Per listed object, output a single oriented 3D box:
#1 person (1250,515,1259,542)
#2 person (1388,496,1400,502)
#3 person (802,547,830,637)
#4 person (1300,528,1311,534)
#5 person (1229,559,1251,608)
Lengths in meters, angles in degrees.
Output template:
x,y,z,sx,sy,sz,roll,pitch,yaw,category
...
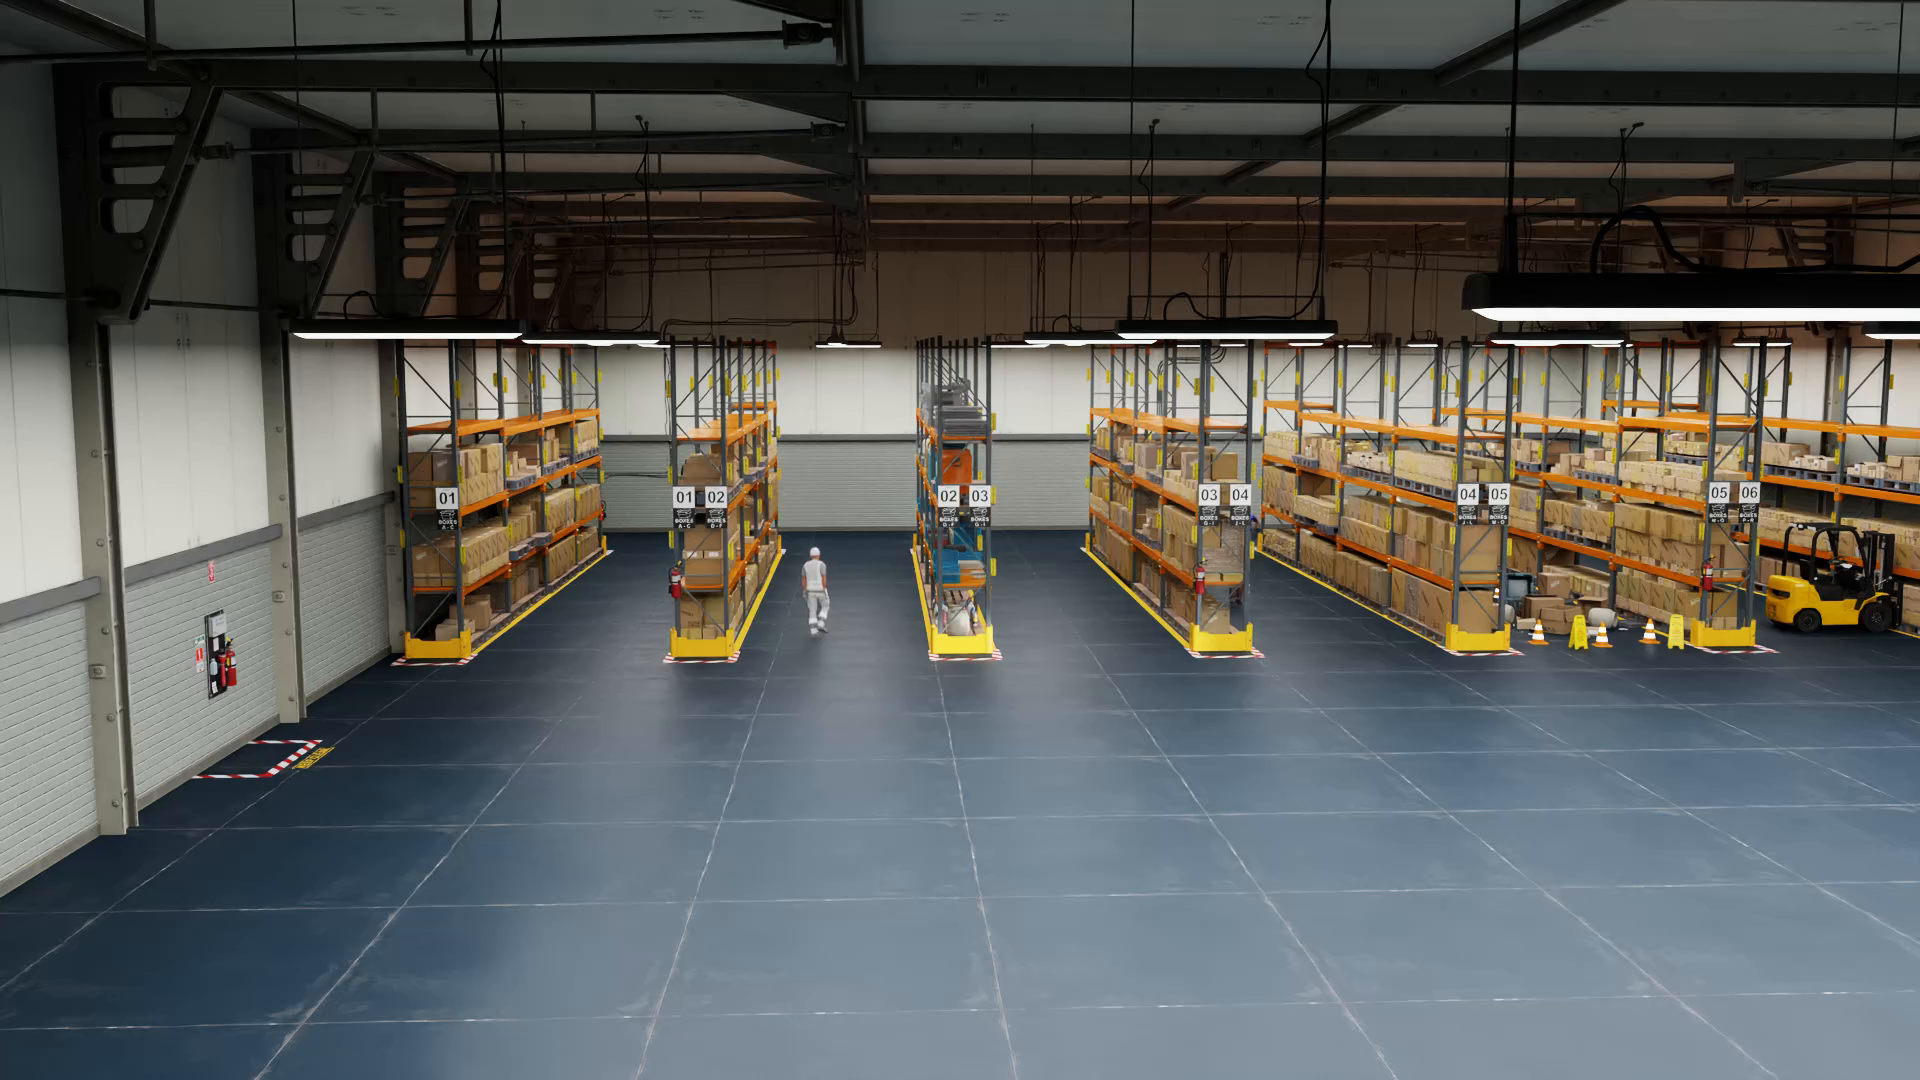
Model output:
x,y,z,sx,sy,sz,roll,pitch,yaw,category
7.747,-0.150,44.923,0.625,1.565,0.724,1,7,7,person
13.039,-0.772,49.875,0.898,1.642,0.486,-2,7,-16,person
-2.900,1.035,33.411,0.569,1.769,0.503,1,7,10,person
10.047,-0.712,48.839,0.656,1.766,0.603,2,7,20,person
6.228,0.638,37.369,0.591,1.748,0.632,1,7,9,person
